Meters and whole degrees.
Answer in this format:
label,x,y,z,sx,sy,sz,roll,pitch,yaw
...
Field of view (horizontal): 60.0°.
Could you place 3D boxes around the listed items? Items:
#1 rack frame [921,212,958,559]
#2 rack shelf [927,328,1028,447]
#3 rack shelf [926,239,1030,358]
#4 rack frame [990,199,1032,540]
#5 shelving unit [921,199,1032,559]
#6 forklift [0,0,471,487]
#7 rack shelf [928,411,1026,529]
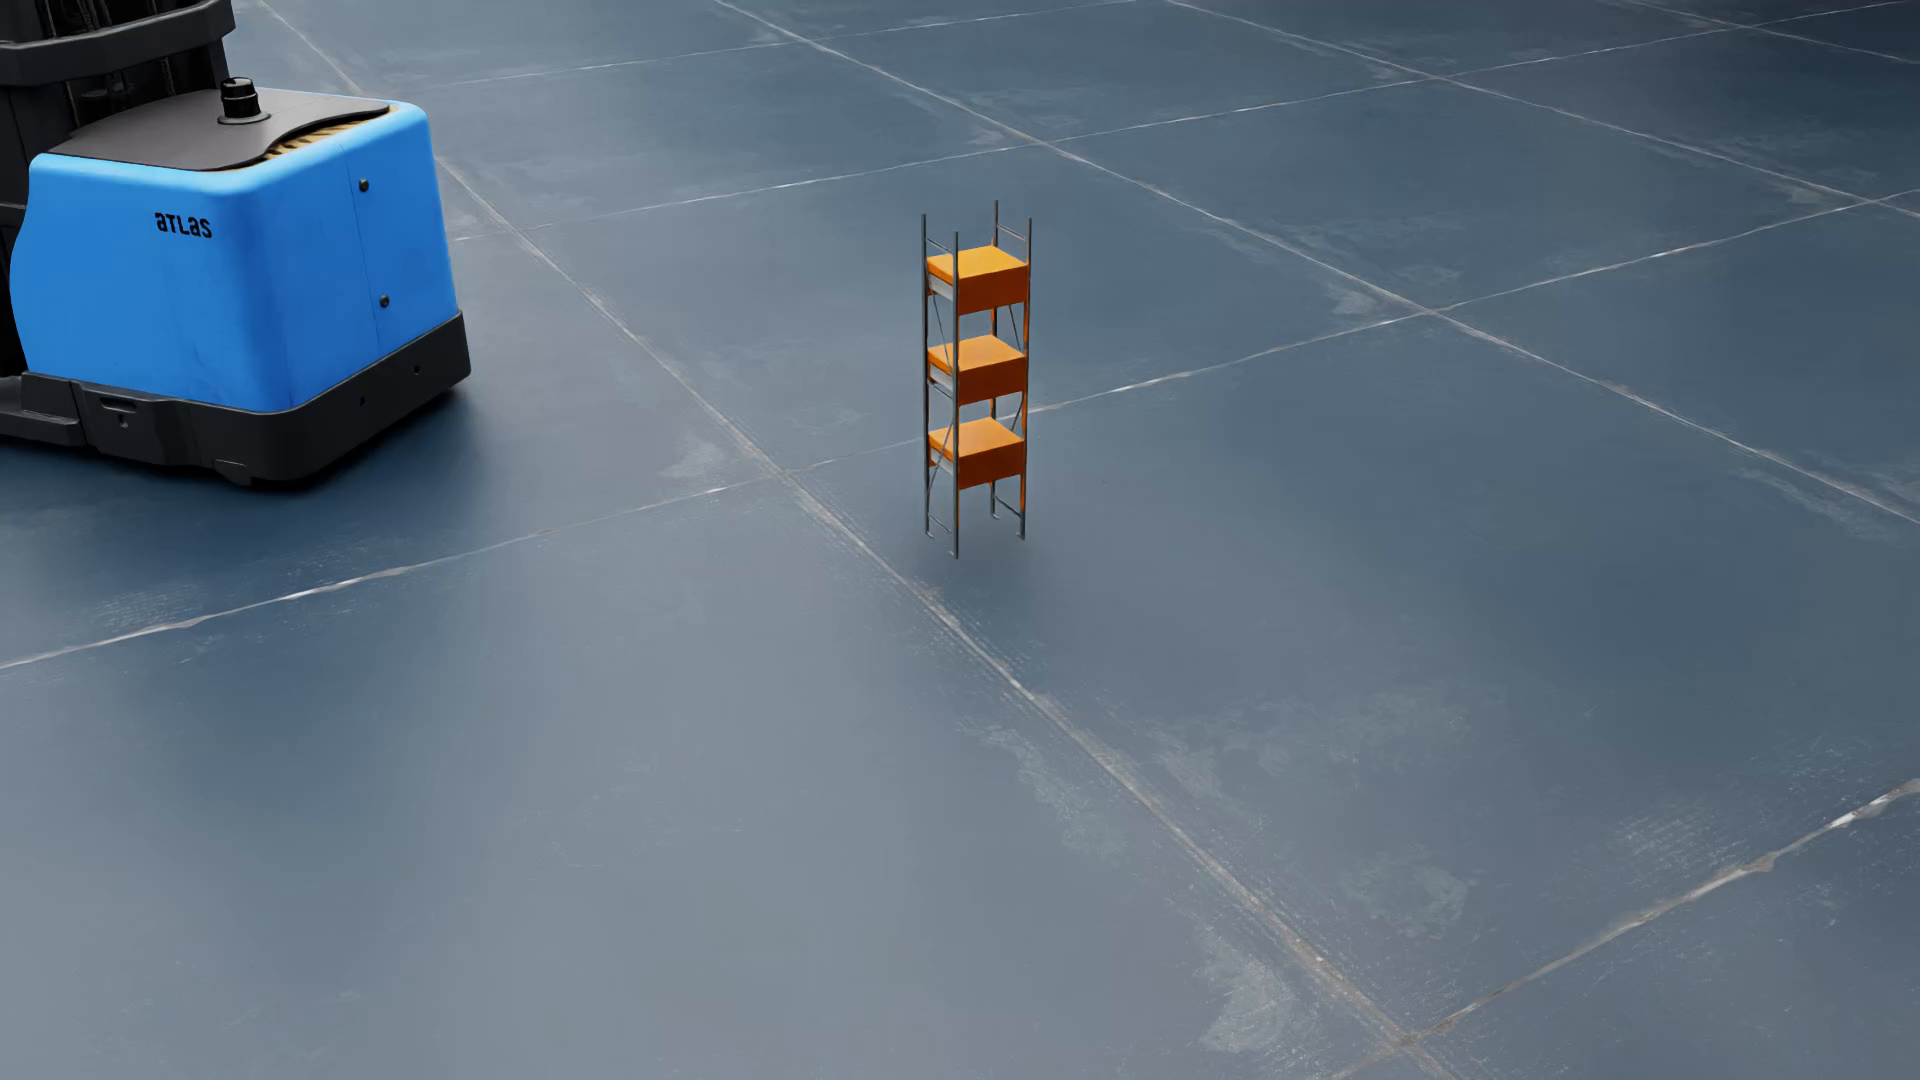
label,x,y,z,sx,sy,sz,roll,pitch,yaw
rack frame,-0.059,-0.443,4.966,0.008,1.050,0.200,-16,33,-26
rack shelf,0.046,-0.463,5.025,0.240,0.259,0.215,-16,33,-26
rack shelf,0.046,-0.712,4.888,0.240,0.259,0.215,-16,33,-26
rack frame,0.151,-0.503,5.074,0.008,1.050,0.200,-16,33,-26
shelving unit,0.046,-0.473,5.020,0.252,1.050,0.215,-16,33,-26
forklift,-3.406,-1.890,5.641,3.031,2.935,1.130,10,30,18
rack shelf,0.046,-0.220,5.159,0.240,0.259,0.215,-16,33,-26
